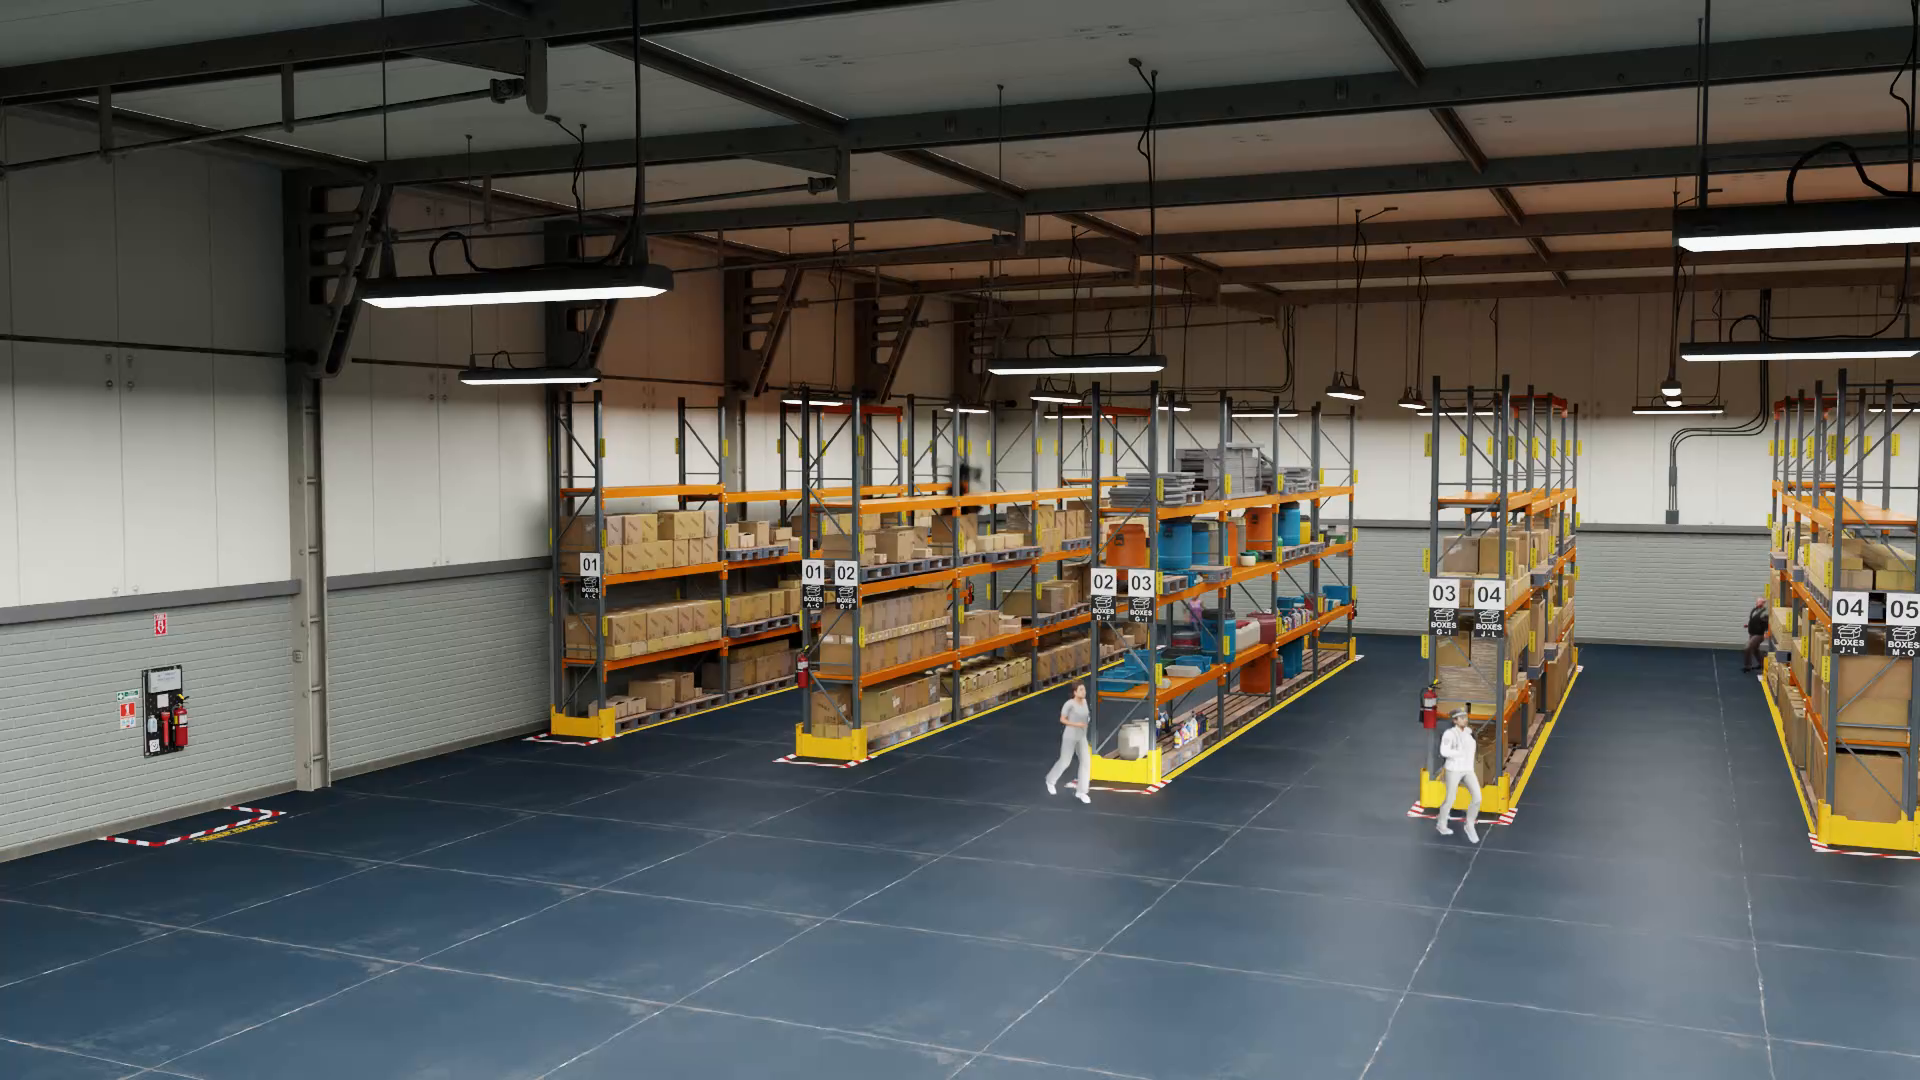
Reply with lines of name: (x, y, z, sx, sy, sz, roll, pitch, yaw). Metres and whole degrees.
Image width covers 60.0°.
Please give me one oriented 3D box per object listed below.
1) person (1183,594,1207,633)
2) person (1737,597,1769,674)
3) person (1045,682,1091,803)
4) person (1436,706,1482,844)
person: (5.716, 2.003, 40.299, 0.596, 1.548, 0.602, 0, 3, -2)
person: (17.655, 2.129, 36.807, 0.768, 1.746, 0.727, 0, 3, -6)
person: (1.660, 2.849, 23.730, 0.597, 1.664, 0.927, -2, 4, -34)
person: (6.384, 2.980, 21.195, 0.614, 1.741, 0.700, -1, 3, -18)
